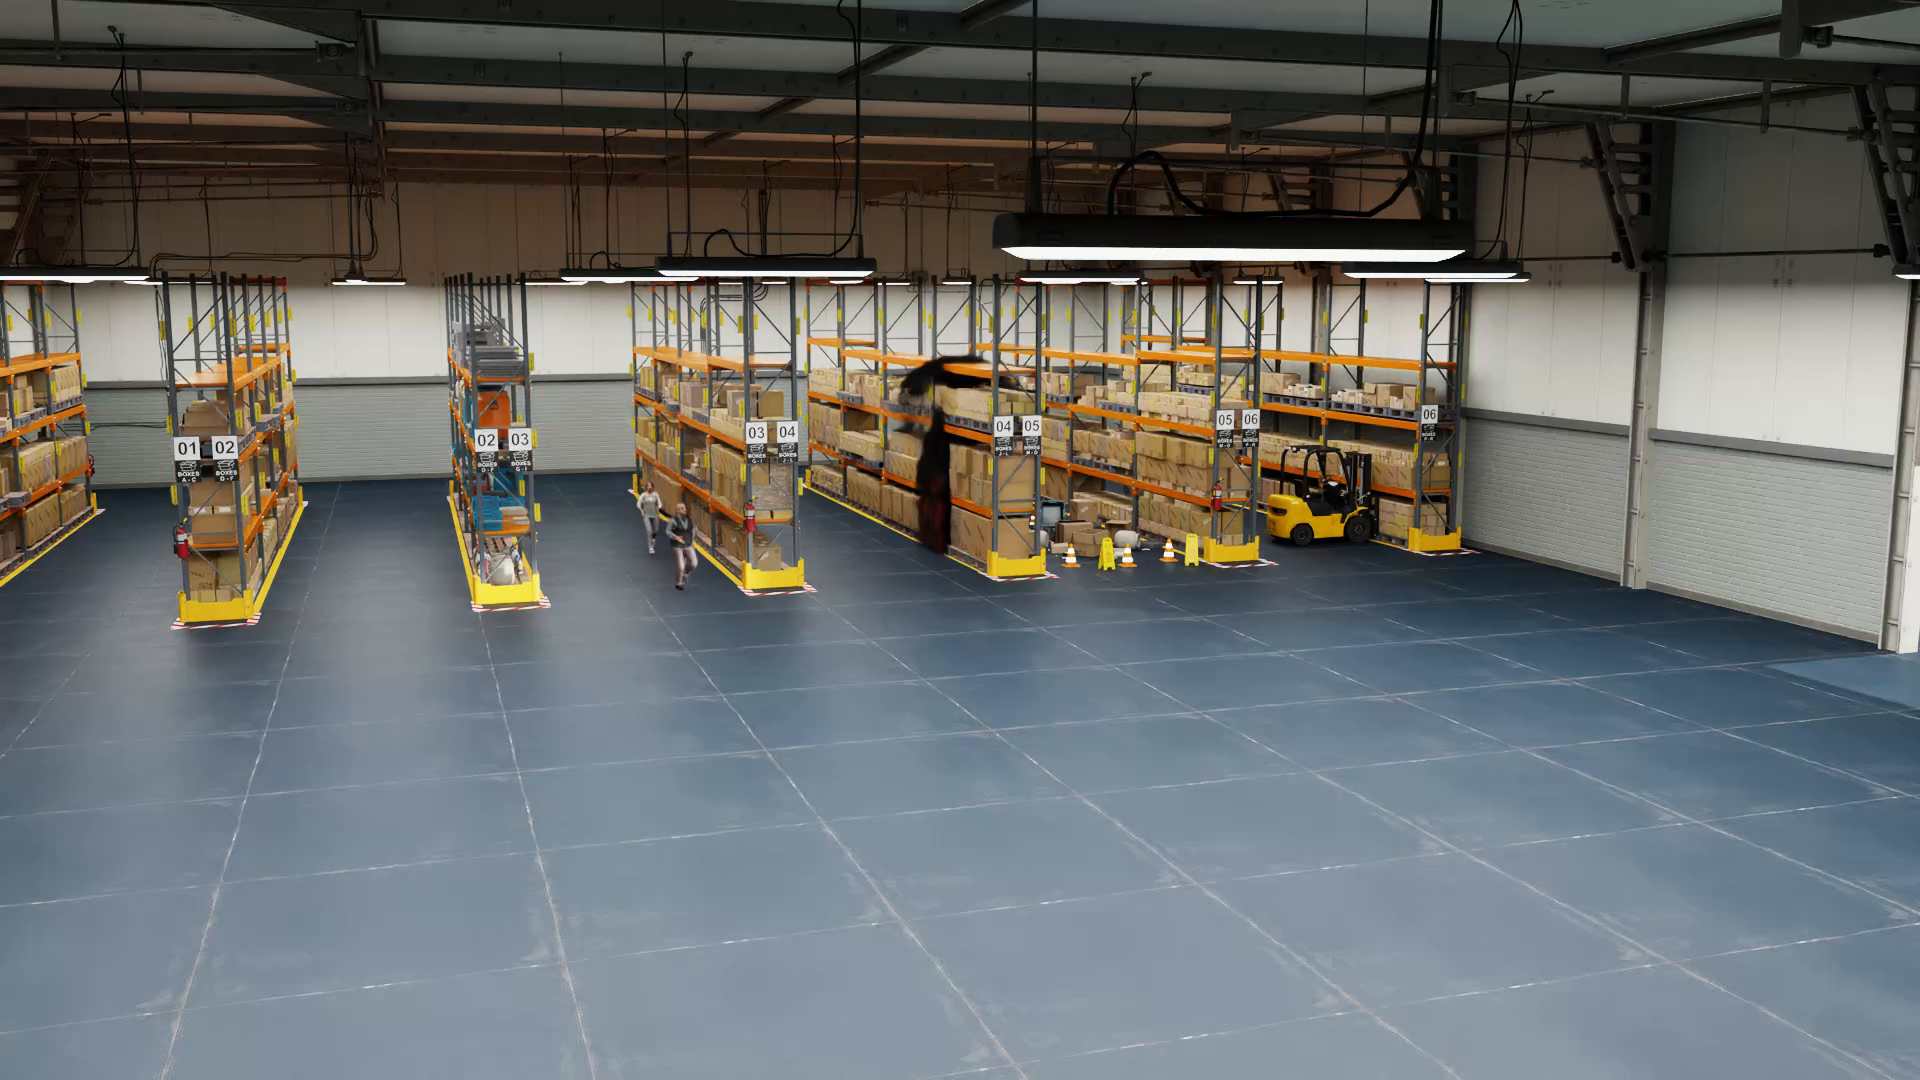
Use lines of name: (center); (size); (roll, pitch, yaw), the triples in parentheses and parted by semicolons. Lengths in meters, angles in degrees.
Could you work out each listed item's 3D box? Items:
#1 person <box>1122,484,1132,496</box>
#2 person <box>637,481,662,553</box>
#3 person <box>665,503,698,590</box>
person: (4.470, -1.932, 44.344); (0.650, 1.796, 1.144); (-3, 9, -17)
person: (-6.776, -0.512, 36.321); (0.539, 1.551, 0.622); (-3, 9, -18)
person: (-5.261, 0.135, 31.646); (0.679, 1.678, 0.608); (-6, 11, -36)
